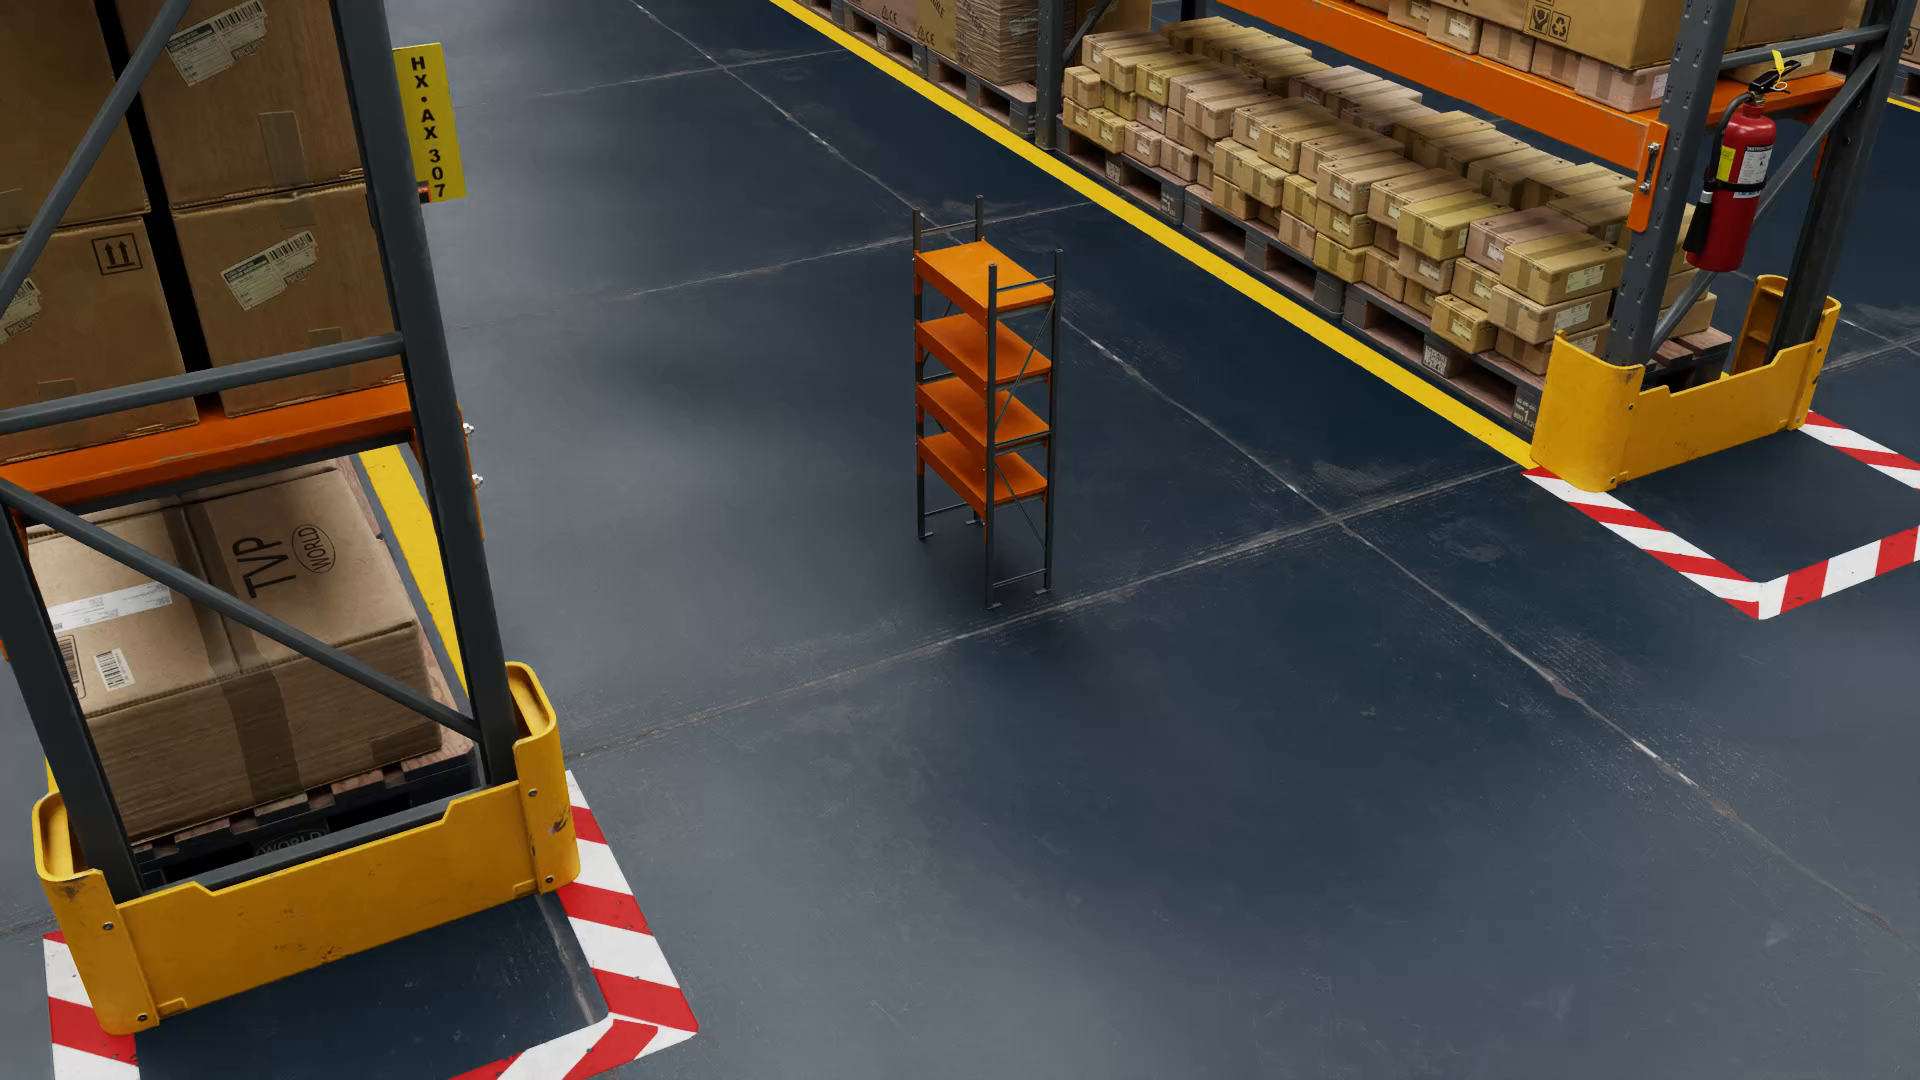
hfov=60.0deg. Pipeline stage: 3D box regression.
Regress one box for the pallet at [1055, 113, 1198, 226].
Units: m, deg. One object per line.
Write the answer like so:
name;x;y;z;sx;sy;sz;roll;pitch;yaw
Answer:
pallet;1.225;-2.037;8.734;1.003;0.211;1.213;-16;36;-23

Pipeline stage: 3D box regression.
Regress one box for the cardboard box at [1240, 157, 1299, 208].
cardboard box;1.494;-1.638;7.504;0.380;0.149;0.250;-15;36;-23

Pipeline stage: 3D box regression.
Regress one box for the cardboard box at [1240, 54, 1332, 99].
cardboard box;1.605;-2.273;8.219;0.380;0.149;0.250;-15;35;-22

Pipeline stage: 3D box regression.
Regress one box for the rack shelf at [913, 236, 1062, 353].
rack shelf;0.077;-0.757;5.091;0.258;0.148;0.480;-16;36;-23

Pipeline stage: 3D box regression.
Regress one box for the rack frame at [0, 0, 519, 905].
rack frame;-1.587;-0.321;3.470;1.000;3.000;0.127;-16;36;-23

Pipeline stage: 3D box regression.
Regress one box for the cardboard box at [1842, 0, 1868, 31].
cardboard box;5.552;-3.669;10.277;0.875;0.875;0.875;-16;36;-23

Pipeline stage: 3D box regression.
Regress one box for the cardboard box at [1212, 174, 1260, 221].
cardboard box;1.407;-1.636;7.776;0.380;0.149;0.250;-17;36;-24

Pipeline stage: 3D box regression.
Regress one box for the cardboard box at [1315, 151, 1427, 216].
cardboard box;1.736;-1.509;7.027;0.380;0.149;0.250;-15;35;-21

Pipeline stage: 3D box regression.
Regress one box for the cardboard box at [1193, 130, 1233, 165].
cardboard box;1.340;-1.899;7.911;0.380;0.149;0.250;-14;35;-21

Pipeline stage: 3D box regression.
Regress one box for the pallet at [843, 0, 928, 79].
pallet;-0.057;-3.303;10.709;1.003;0.211;1.213;-16;36;-23

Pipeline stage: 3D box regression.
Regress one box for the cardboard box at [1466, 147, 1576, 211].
cardboard box;2.374;-1.528;7.056;0.380;0.149;0.250;-18;37;-25

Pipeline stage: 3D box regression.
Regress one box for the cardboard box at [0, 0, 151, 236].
cardboard box;-2.022;-0.954;3.439;0.500;0.500;0.500;-15;35;-22

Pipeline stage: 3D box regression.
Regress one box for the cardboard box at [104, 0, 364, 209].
cardboard box;-1.558;-1.084;3.642;0.500;0.500;0.500;-17;36;-24

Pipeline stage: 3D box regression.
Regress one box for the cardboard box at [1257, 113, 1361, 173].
cardboard box;1.564;-1.781;7.451;0.380;0.149;0.250;-16;36;-23

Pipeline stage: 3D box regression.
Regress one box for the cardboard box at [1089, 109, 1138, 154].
cardboard box;0.890;-2.118;8.528;0.380;0.149;0.250;-15;35;-22

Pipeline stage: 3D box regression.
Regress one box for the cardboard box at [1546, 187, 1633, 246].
cardboard box;2.567;-1.278;6.665;0.380;0.149;0.250;-15;36;-22

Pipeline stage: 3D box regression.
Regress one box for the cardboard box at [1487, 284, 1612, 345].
cardboard box;2.247;-0.896;6.345;0.380;0.149;0.250;-17;36;-24

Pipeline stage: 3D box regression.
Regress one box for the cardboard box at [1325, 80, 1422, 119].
cardboard box;1.950;-2.041;7.858;0.380;0.149;0.250;-17;36;-25

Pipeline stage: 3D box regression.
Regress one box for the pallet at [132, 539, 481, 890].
pallet;-2.029;0.492;4.787;1.003;0.211;1.213;-16;36;-23

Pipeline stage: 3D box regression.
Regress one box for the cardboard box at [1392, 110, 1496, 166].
cardboard box;2.170;-1.799;7.480;0.380;0.149;0.250;-15;36;-22

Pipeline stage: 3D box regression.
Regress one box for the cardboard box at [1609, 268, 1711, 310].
cardboard box;2.728;-1.030;6.555;0.380;0.149;0.250;-14;35;-21

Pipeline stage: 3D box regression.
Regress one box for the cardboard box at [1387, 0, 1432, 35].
cardboard box;1.894;-2.086;6.458;0.380;0.149;0.250;-18;37;-25

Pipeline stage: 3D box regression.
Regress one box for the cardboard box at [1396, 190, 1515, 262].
cardboard box;1.975;-1.256;6.631;0.380;0.149;0.250;-17;36;-24

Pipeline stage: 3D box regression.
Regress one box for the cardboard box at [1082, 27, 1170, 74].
cardboard box;0.858;-2.533;8.625;0.380;0.149;0.250;-14;35;-21

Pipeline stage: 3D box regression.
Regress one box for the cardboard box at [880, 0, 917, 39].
cardboard box;-0.162;-3.428;10.247;0.500;0.500;0.500;-17;36;-24

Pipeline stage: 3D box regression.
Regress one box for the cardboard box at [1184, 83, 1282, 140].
cardboard box;1.283;-2.018;7.821;0.380;0.149;0.250;-15;36;-22

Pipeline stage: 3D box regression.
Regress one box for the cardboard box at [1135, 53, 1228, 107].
cardboard box;1.095;-2.278;8.228;0.380;0.149;0.250;-16;36;-24

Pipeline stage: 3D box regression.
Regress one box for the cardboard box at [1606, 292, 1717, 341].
cardboard box;2.784;-0.921;6.660;0.380;0.149;0.250;-15;36;-22

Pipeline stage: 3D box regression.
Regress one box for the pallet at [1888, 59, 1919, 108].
pallet;6.173;-2.582;9.585;1.003;0.211;1.213;-16;36;-23

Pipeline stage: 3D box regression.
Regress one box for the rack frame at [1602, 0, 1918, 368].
rack frame;2.745;-1.614;5.488;1.000;3.000;0.127;-16;36;-23

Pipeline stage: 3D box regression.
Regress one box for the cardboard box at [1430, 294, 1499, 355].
cardboard box;2.106;-0.886;6.606;0.380;0.149;0.250;-15;35;-22

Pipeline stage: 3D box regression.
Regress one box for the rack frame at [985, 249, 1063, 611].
rack frame;0.191;-0.310;5.121;0.240;1.200;0.015;-16;36;-23

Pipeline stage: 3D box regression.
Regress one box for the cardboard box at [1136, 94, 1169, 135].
cardboard box;1.109;-2.165;8.327;0.380;0.149;0.250;-16;36;-23

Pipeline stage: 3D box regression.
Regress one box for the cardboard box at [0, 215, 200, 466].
cardboard box;-2.046;-0.526;3.698;0.500;0.500;0.500;-16;36;-23

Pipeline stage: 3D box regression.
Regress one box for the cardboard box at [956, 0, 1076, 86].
cardboard box;0.312;-2.937;9.481;0.500;0.500;0.500;-17;36;-24

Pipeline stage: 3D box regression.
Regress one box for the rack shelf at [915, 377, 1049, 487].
rack shelf;0.077;-0.370;5.339;0.258;0.148;0.480;-16;36;-23

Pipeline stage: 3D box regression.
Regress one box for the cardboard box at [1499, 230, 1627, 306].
cardboard box;2.274;-1.030;6.278;0.380;0.149;0.250;-15;36;-23

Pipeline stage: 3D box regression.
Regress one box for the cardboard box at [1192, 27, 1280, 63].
cardboard box;1.431;-2.533;8.626;0.380;0.149;0.250;-15;36;-23

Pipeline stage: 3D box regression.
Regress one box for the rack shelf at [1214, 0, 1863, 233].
rack shelf;1.813;-2.265;7.172;1.077;0.370;4.000;-16;36;-23

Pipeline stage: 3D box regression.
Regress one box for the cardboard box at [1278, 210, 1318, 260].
cardboard box;1.648;-1.390;7.392;0.380;0.149;0.250;-15;36;-22

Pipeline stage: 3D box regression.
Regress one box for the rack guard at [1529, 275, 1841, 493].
rack guard;2.710;-0.598;6.219;1.175;0.500;0.348;-16;36;-23

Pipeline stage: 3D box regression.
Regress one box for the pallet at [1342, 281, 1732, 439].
pallet;2.362;-0.873;6.916;1.003;0.211;1.213;-16;36;-23

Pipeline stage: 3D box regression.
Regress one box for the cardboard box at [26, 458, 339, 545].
cardboard box;-2.417;-0.143;5.178;0.875;0.438;0.875;-15;36;-22

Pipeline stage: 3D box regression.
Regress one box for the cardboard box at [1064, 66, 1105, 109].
cardboard box;0.766;-2.371;8.648;0.380;0.149;0.250;-14;35;-21

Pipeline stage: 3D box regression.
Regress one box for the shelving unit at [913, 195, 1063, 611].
shelving unit;0.077;-0.426;5.303;0.258;1.200;0.503;-16;36;-23

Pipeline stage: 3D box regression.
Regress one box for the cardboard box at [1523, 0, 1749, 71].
cardboard box;2.308;-1.931;5.615;0.500;0.500;0.500;-15;36;-22

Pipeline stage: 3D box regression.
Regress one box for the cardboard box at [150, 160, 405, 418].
cardboard box;-1.556;-0.664;3.913;0.500;0.500;0.500;-16;36;-23

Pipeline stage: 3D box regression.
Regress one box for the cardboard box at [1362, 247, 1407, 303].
cardboard box;1.932;-1.149;7.016;0.380;0.149;0.250;-15;36;-23

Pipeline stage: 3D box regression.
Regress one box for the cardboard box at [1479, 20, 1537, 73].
cardboard box;2.130;-1.837;6.069;0.380;0.149;0.250;-16;36;-24

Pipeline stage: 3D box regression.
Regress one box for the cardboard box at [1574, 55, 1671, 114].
cardboard box;2.343;-1.593;5.688;0.380;0.149;0.250;-16;36;-23

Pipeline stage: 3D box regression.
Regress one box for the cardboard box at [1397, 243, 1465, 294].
cardboard box;2.003;-1.143;6.731;0.380;0.149;0.250;-17;37;-25

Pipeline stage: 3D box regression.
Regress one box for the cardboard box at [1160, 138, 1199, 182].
cardboard box;1.214;-1.903;8.194;0.380;0.149;0.250;-17;36;-24

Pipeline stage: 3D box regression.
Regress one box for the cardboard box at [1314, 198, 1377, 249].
cardboard box;1.750;-1.387;7.112;0.380;0.149;0.250;-15;36;-22
